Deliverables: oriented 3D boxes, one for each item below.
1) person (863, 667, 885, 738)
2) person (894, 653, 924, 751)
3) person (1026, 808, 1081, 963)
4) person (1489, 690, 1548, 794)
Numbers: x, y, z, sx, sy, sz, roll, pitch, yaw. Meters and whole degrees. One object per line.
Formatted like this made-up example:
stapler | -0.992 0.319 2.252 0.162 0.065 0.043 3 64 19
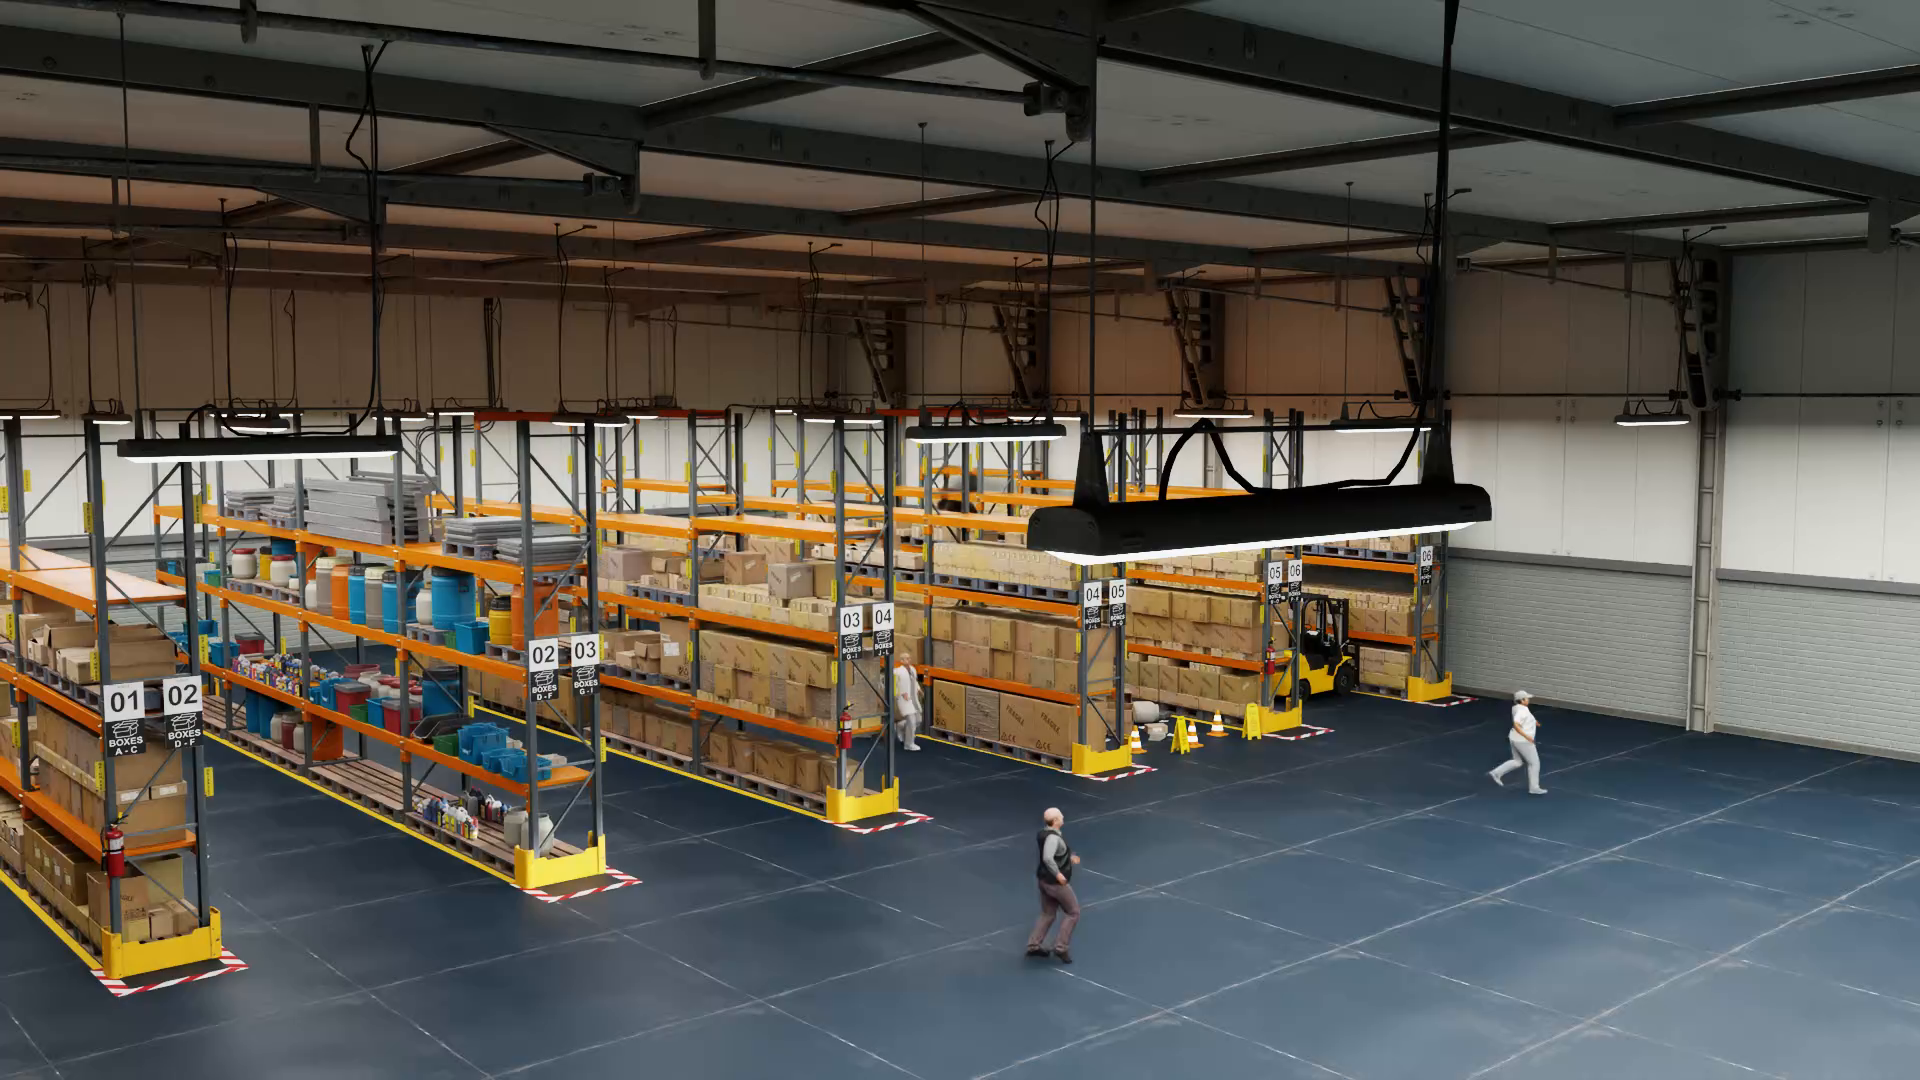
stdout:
person | -1.604 2.822 30.403 0.700 1.646 0.583 4 7 40
person | -0.975 2.865 29.628 0.716 1.727 0.711 4 7 42
person | 1.056 3.857 18.550 0.658 1.763 0.649 -2 5 -20
person | 8.881 3.194 26.331 0.866 1.639 0.618 0 5 2
